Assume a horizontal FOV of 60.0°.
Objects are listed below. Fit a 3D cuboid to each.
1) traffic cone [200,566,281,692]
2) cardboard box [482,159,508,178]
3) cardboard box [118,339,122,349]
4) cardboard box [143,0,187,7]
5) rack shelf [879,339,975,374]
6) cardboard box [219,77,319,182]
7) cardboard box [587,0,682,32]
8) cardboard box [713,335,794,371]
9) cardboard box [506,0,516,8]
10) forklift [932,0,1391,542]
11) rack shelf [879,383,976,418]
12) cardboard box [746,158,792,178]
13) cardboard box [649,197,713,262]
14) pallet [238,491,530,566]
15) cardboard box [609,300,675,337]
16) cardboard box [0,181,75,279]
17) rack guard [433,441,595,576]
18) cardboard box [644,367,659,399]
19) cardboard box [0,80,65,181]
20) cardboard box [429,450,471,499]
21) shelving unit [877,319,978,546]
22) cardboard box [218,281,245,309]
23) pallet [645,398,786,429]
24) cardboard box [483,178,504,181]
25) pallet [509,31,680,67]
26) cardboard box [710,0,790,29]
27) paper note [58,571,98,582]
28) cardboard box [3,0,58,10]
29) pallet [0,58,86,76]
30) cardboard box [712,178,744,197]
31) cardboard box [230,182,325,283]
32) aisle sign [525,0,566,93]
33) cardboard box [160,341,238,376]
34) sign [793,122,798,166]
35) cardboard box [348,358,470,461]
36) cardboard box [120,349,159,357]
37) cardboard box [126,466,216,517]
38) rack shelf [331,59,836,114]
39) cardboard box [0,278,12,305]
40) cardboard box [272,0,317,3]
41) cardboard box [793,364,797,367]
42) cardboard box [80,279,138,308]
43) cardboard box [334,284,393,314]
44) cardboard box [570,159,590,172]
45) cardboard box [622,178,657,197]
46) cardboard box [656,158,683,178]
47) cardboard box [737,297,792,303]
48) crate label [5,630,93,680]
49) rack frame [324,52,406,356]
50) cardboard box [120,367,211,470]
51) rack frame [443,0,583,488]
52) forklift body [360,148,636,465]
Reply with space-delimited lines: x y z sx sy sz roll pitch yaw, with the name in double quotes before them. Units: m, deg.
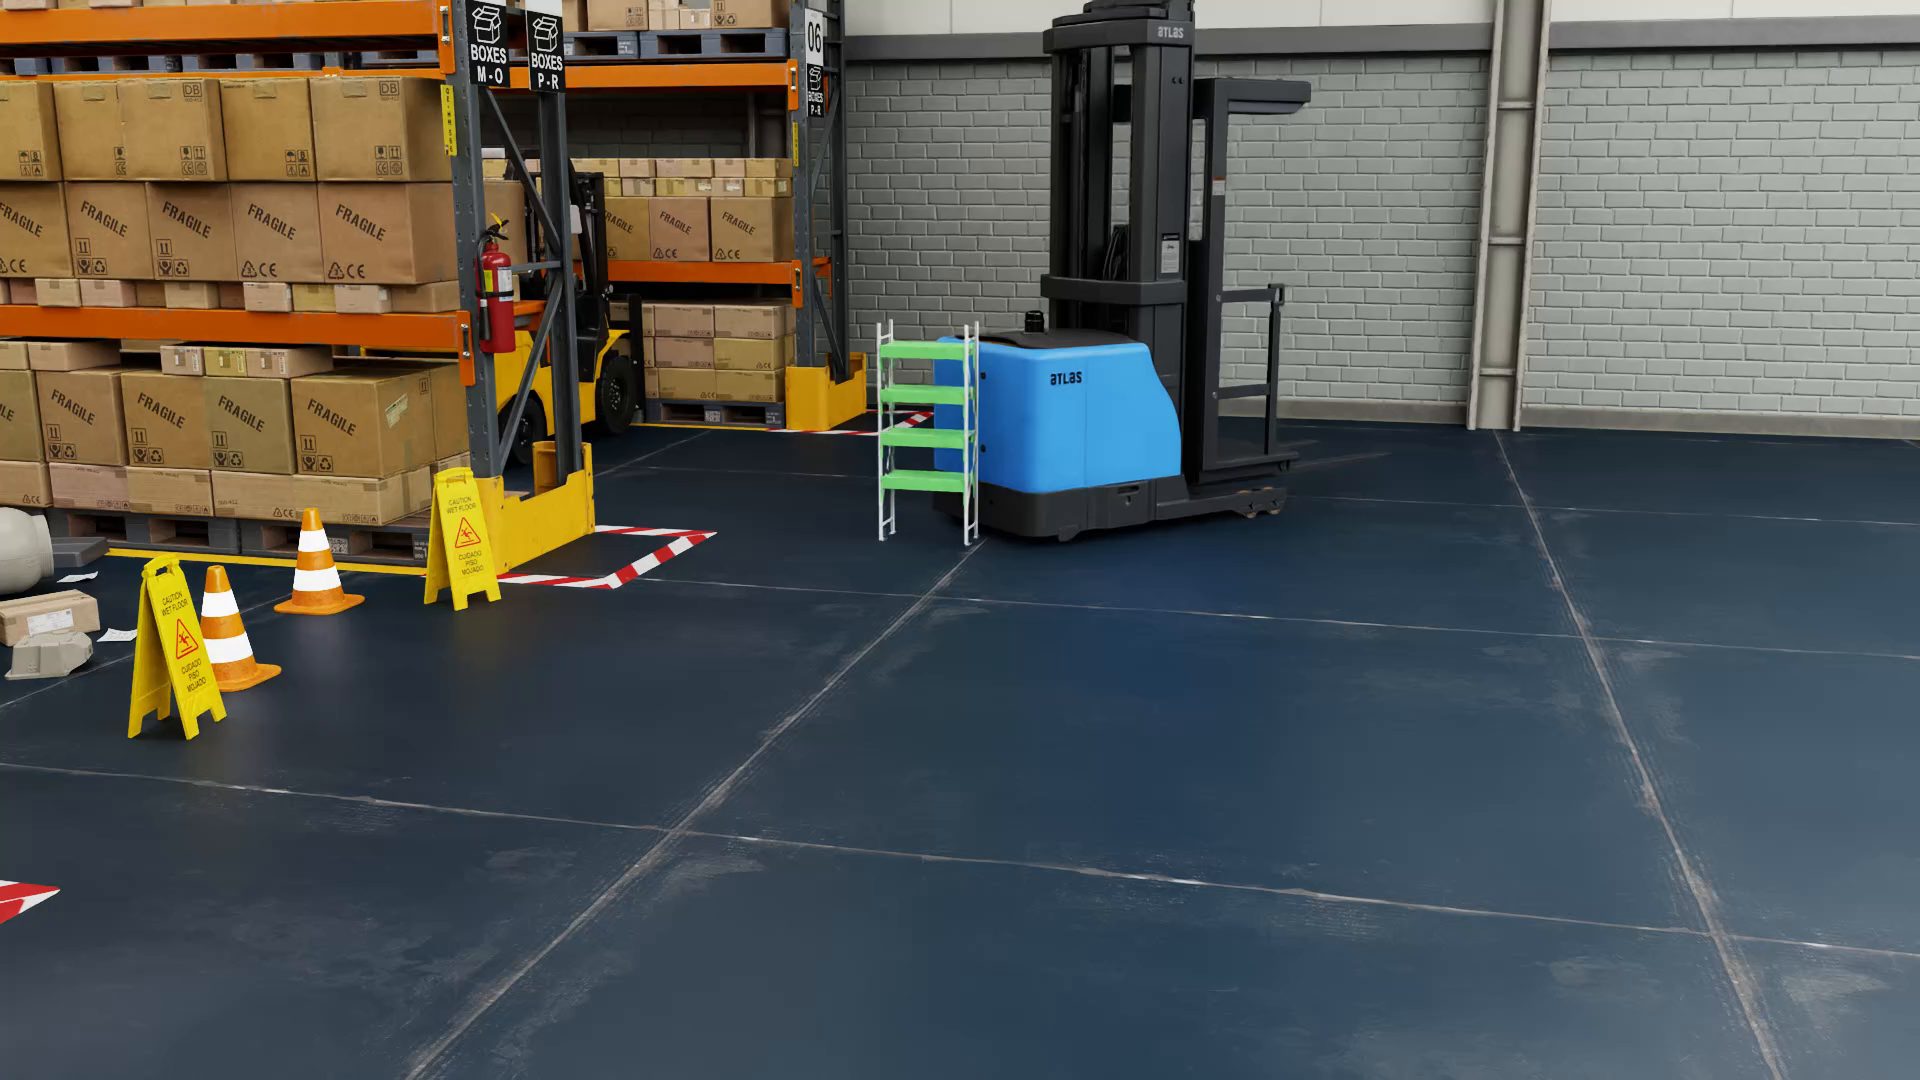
"traffic cone" -2.957 0.333 6.666 0.334 0.463 0.336 3 13 14
"cardboard box" -3.745 -3.041 13.598 0.250 0.149 0.380 3 13 13
"cardboard box" -7.638 -1.843 15.129 0.625 0.625 0.875 3 13 15
"cardboard box" -3.945 -2.780 8.492 0.250 0.149 0.380 3 13 12
"rack shelf" -0.174 -0.999 9.045 0.480 0.148 0.258 3 13 15
"cardboard box" -3.333 -2.096 8.532 0.500 0.500 0.700 3 13 14
"cardboard box" -2.568 -4.263 13.166 0.500 0.500 0.700 3 13 14
"cardboard box" -1.657 -1.516 13.366 0.500 0.250 0.500 3 13 13
"cardboard box" -2.539 -2.833 8.733 0.250 0.149 0.380 3 13 14
"forklift" 1.340 -1.645 9.881 3.031 2.935 1.130 -8 15 -33
"rack shelf" -0.174 -0.765 9.097 0.480 0.148 0.258 3 13 15
"cardboard box" -1.507 -2.935 13.121 0.250 0.149 0.380 3 13 14
"cardboard box" -2.151 -2.498 13.336 0.500 0.500 0.500 3 13 15
"pallet" -3.149 -0.098 9.188 1.213 0.211 1.003 3 13 14
"cardboard box" -2.620 -1.808 13.529 0.500 0.250 0.500 3 13 14
"cardboard box" -4.841 -1.676 8.945 0.500 0.500 0.500 3 13 13
"rack guard" -2.369 -0.189 8.934 0.348 0.500 1.175 3 13 14
"cardboard box" -2.605 -1.326 13.664 0.500 0.250 0.500 3 13 14
"cardboard box" -4.831 -2.164 8.838 0.500 0.500 0.700 3 13 12
"cardboard box" -3.012 -0.369 9.348 0.500 0.250 0.500 3 13 13
"shelving unit" -0.174 -0.593 9.135 0.503 1.200 0.258 3 13 15
"cardboard box" -3.698 -1.315 8.816 0.250 0.149 0.380 3 13 14
"pallet" -1.862 -1.119 13.792 1.213 0.211 1.003 3 13 14
"cardboard box" -3.759 -2.888 13.597 0.250 0.149 0.380 3 13 13
"pallet" -2.978 -3.976 13.509 1.213 0.211 1.003 3 13 14
"cardboard box" -1.597 -4.189 12.831 0.500 0.500 0.500 3 13 15
"paper note" -4.422 0.183 8.338 0.148 0.019 0.142 -1 13 -6
"cardboard box" -4.704 -2.802 8.593 0.250 0.149 0.380 3 13 12
"pallet" -8.196 -4.221 14.843 1.003 0.211 1.213 4 13 16
"cardboard box" -1.768 -2.781 13.117 0.250 0.149 0.380 3 13 14
"cardboard box" -3.373 -1.597 8.589 0.500 0.500 0.500 3 13 14
"aisle sign" -2.160 -2.737 8.643 0.004 0.787 0.394 3 13 14
"cardboard box" -4.006 -0.971 8.833 0.250 0.149 0.380 4 13 16
"sign" -1.253 -3.017 12.689 0.005 0.325 0.100 3 13 14
"cardboard box" -3.035 -0.736 9.272 0.500 0.500 0.500 3 13 12
"cardboard box" -5.045 -0.842 9.751 0.500 0.500 0.500 3 13 15
"cardboard box" -4.154 -0.308 9.077 0.500 0.250 0.500 3 13 12
"rack shelf" -3.051 -3.667 13.572 4.000 0.370 1.077 3 13 14
"cardboard box" -5.195 -1.377 9.096 0.250 0.149 0.380 3 13 15
"cardboard box" -3.208 -2.734 8.287 0.250 0.149 0.380 3 13 15
"cardboard box" -1.539 -1.379 13.903 0.500 0.250 0.500 3 13 14
"cardboard box" -4.458 -1.331 8.890 0.250 0.149 0.380 3 13 13
"cardboard box" -2.982 -1.247 8.511 0.250 0.149 0.380 3 13 13
"cardboard box" -2.998 -3.013 13.475 0.250 0.149 0.380 3 13 14
"cardboard box" -2.514 -2.827 13.322 0.250 0.149 0.380 3 13 12
"cardboard box" -2.239 -2.978 13.314 0.250 0.149 0.380 3 13 14
"cardboard box" -1.530 -1.865 13.787 0.500 0.250 0.500 3 13 13
"crate label" -3.735 0.464 6.827 0.298 0.136 0.250 -4 13 -16
"rack frame" -4.993 -2.657 14.286 0.127 3.000 1.000 3 13 14
"cardboard box" -4.131 -0.675 9.000 0.500 0.500 0.500 3 13 12
"rack frame" -2.295 -1.406 8.645 0.127 3.000 1.000 3 13 14
"forklift body" -3.387 -1.750 12.157 1.214 2.155 2.313 3 13 14
